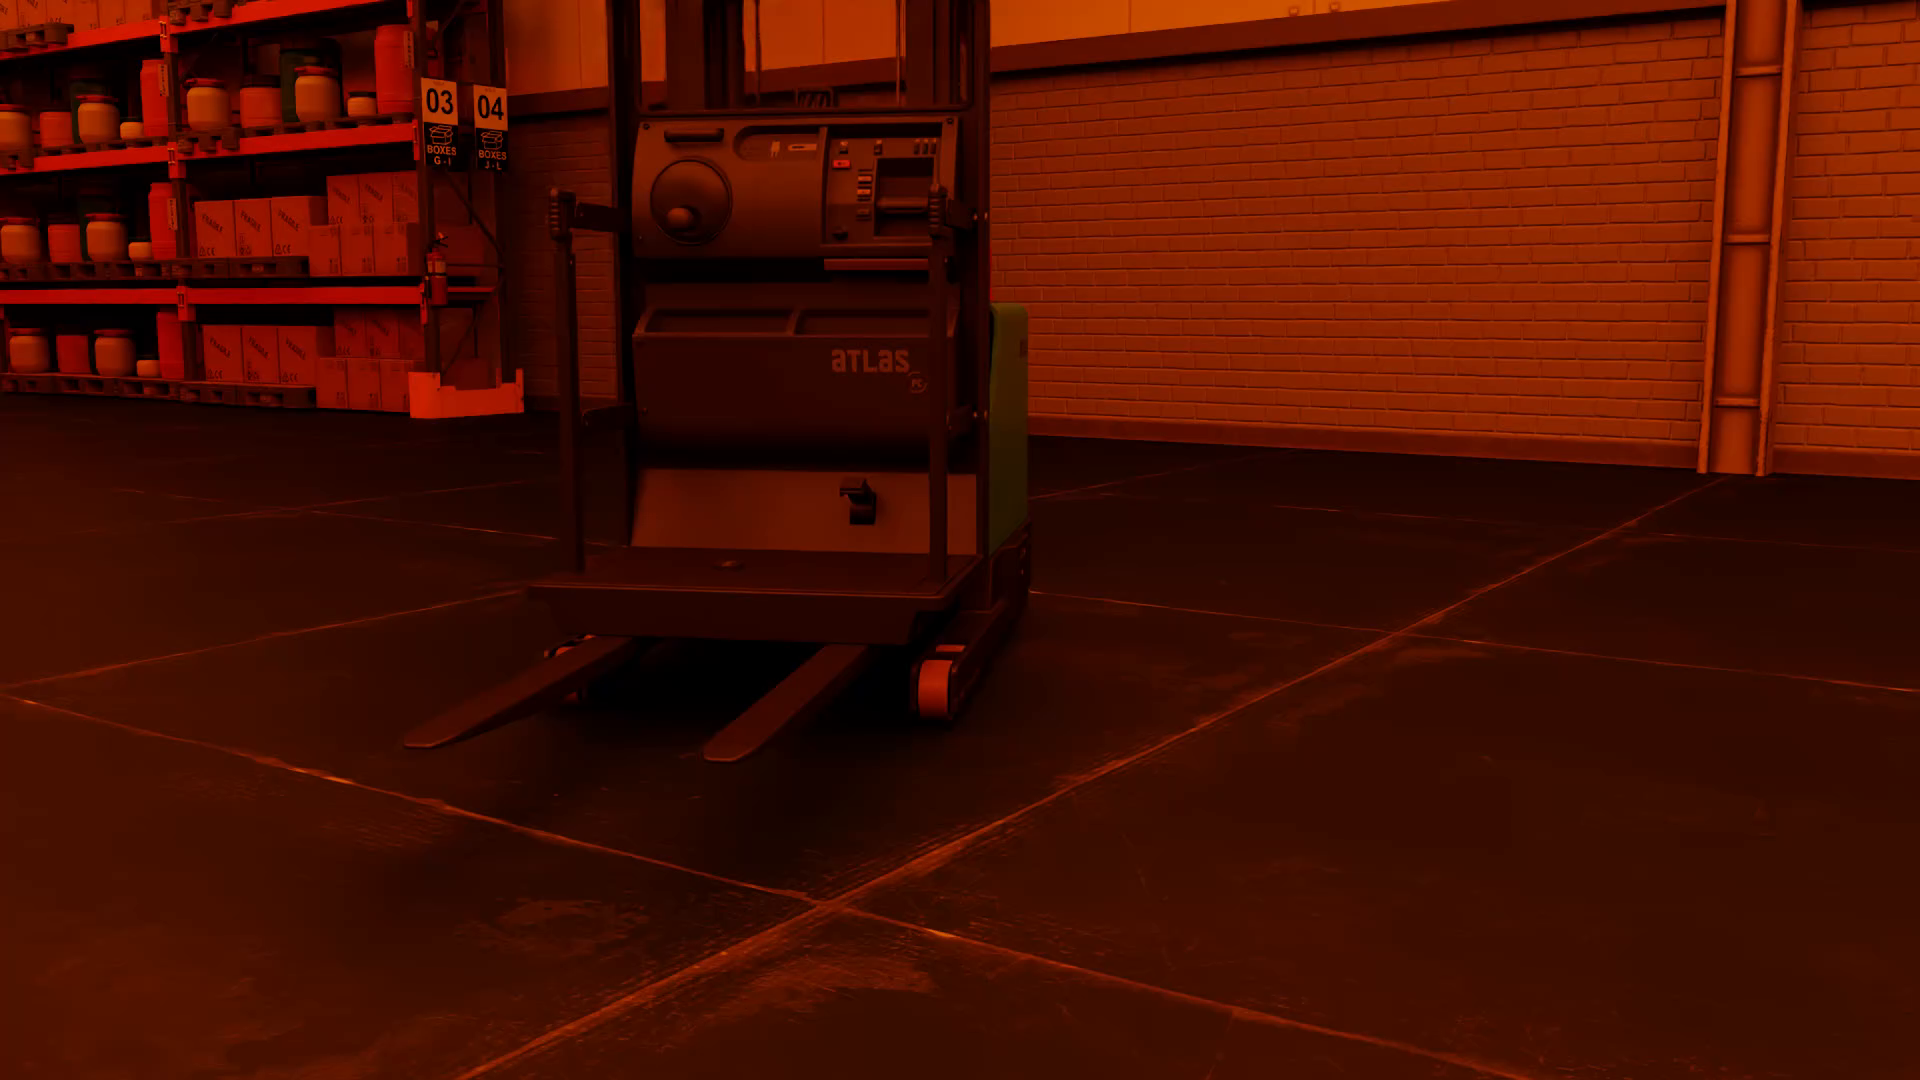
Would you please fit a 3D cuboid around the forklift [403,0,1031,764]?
[{"bbox_3d":[-0.500,-1.035,4.469,1.130,2.935,3.031,1,8,9],"label":"forklift"}]

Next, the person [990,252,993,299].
[{"bbox_3d":[0.068,-0.855,7.422,0.550,1.728,0.641,5,10,34],"label":"person"}]
